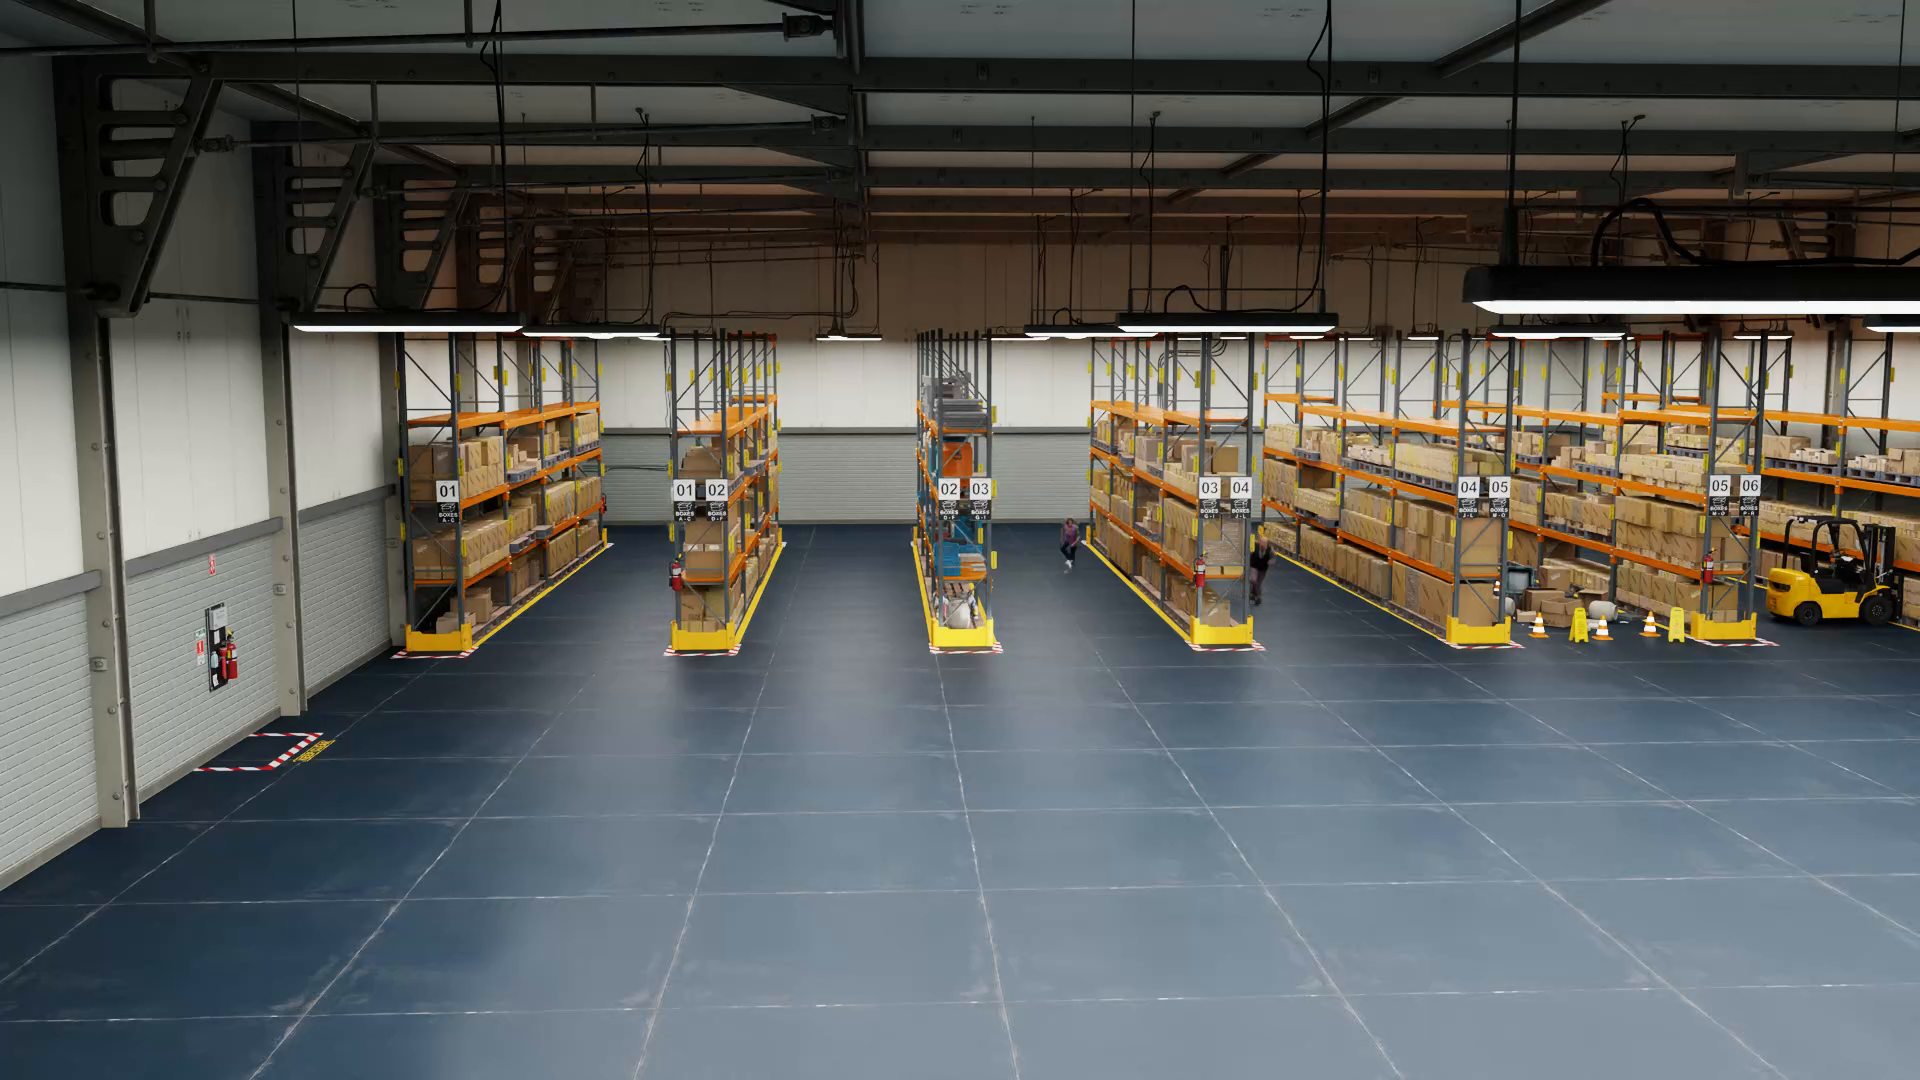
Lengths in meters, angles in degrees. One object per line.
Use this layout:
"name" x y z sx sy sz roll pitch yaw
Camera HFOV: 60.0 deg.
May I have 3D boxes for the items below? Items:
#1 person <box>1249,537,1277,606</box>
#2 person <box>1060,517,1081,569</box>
"person" 6.601 0.642 36.611 0.637 1.526 1.117 0 7 -2
"person" 2.783 0.085 41.527 0.543 1.389 0.994 2 7 13
